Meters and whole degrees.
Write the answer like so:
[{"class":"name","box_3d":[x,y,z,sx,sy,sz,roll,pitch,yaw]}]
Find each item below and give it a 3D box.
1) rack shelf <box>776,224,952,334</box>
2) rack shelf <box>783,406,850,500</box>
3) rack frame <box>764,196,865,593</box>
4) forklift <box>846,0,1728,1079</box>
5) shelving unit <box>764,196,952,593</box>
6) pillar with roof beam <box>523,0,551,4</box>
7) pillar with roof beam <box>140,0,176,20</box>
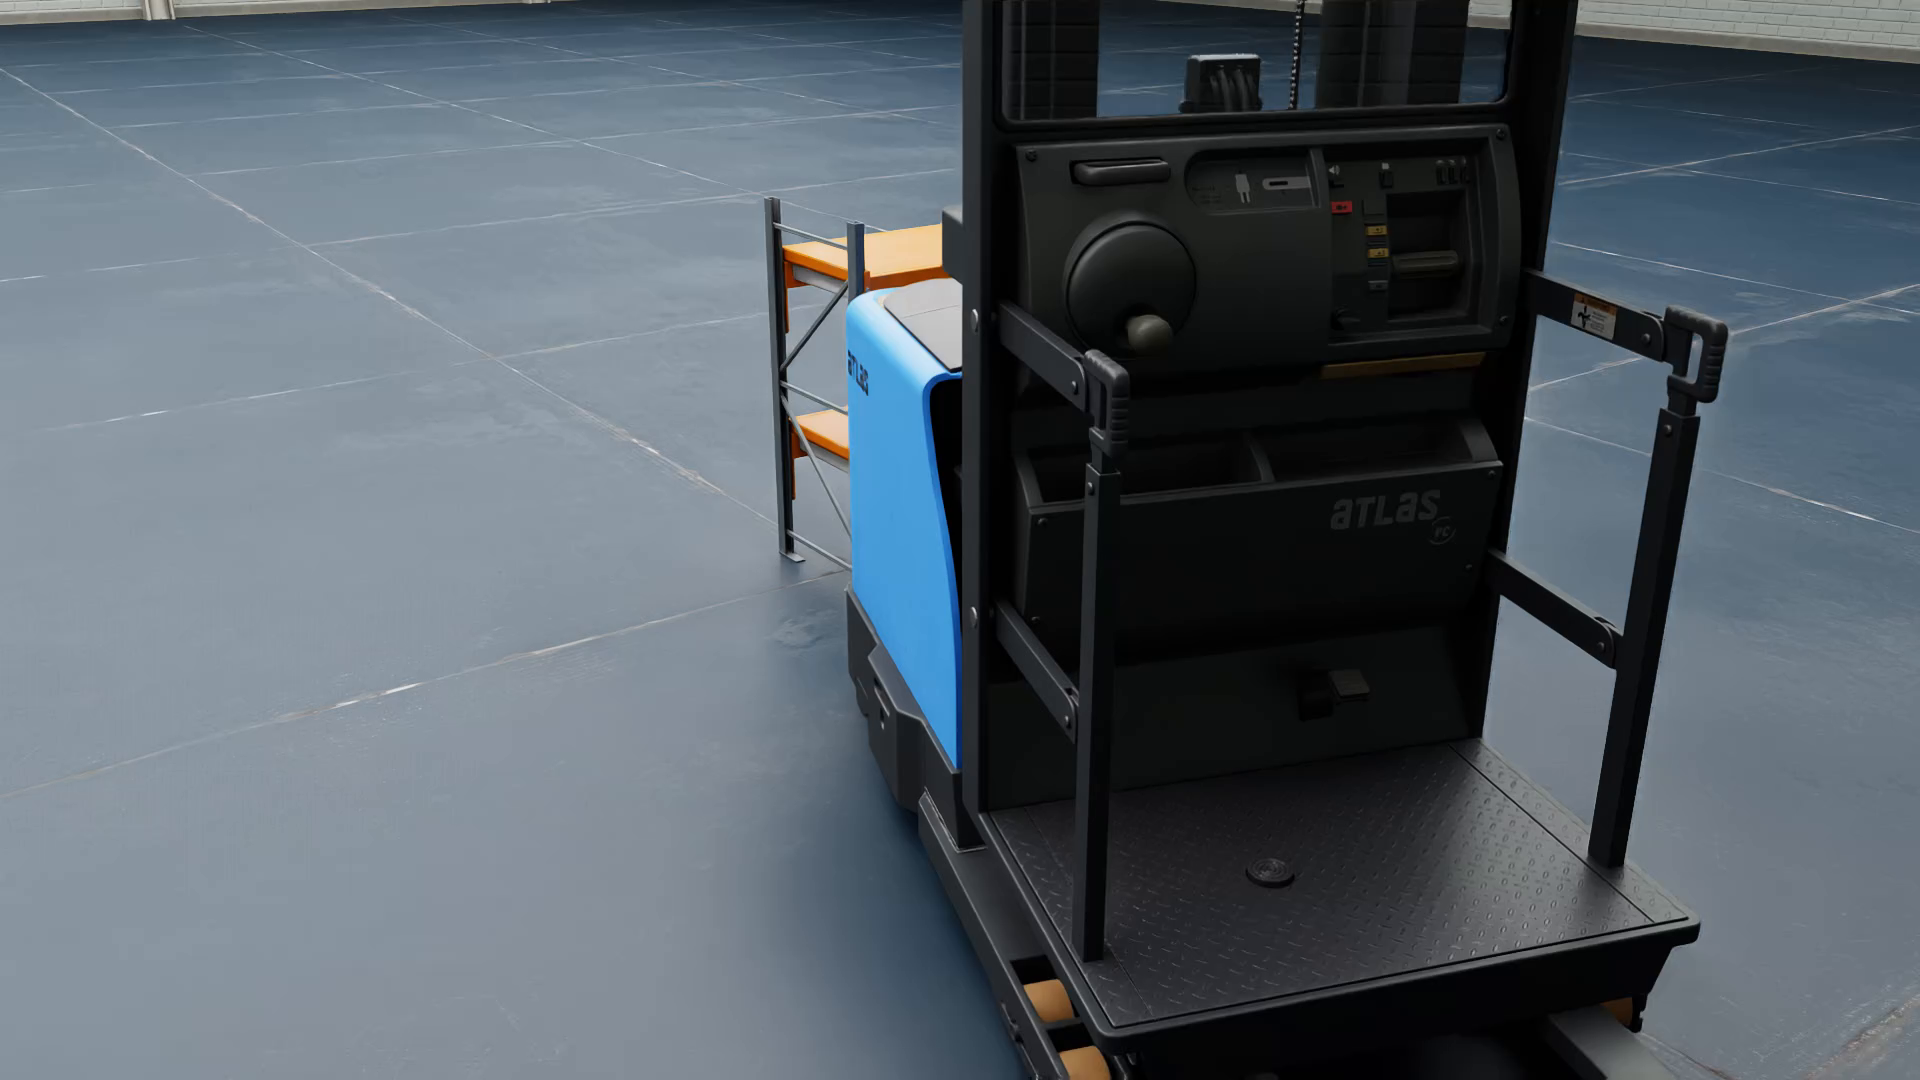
[{"class":"rack shelf","box_3d":[-0.005,-0.793,5.076,1.000,0.278,0.538,-15,26,-33]},{"class":"rack shelf","box_3d":[-0.005,-0.294,5.275,1.000,0.278,0.538,-15,26,-33]},{"class":"rack frame","box_3d":[-0.418,-0.411,4.908,0.032,1.125,0.500,-15,26,-33]},{"class":"forklift","box_3d":[0.609,-0.496,2.684,1.130,2.935,3.031,-6,23,-15]},{"class":"shelving unit","box_3d":[-0.005,-0.521,5.184,1.048,1.125,0.538,-15,26,-33]},{"class":"pillar with roof beam","box_3d":[-4.715,-12.059,23.474,0.400,9.000,9.100,-15,26,-33]},{"class":"pillar with roof beam","box_3d":[-9.585,-10.760,20.219,0.400,9.000,9.100,-15,26,-33]}]
